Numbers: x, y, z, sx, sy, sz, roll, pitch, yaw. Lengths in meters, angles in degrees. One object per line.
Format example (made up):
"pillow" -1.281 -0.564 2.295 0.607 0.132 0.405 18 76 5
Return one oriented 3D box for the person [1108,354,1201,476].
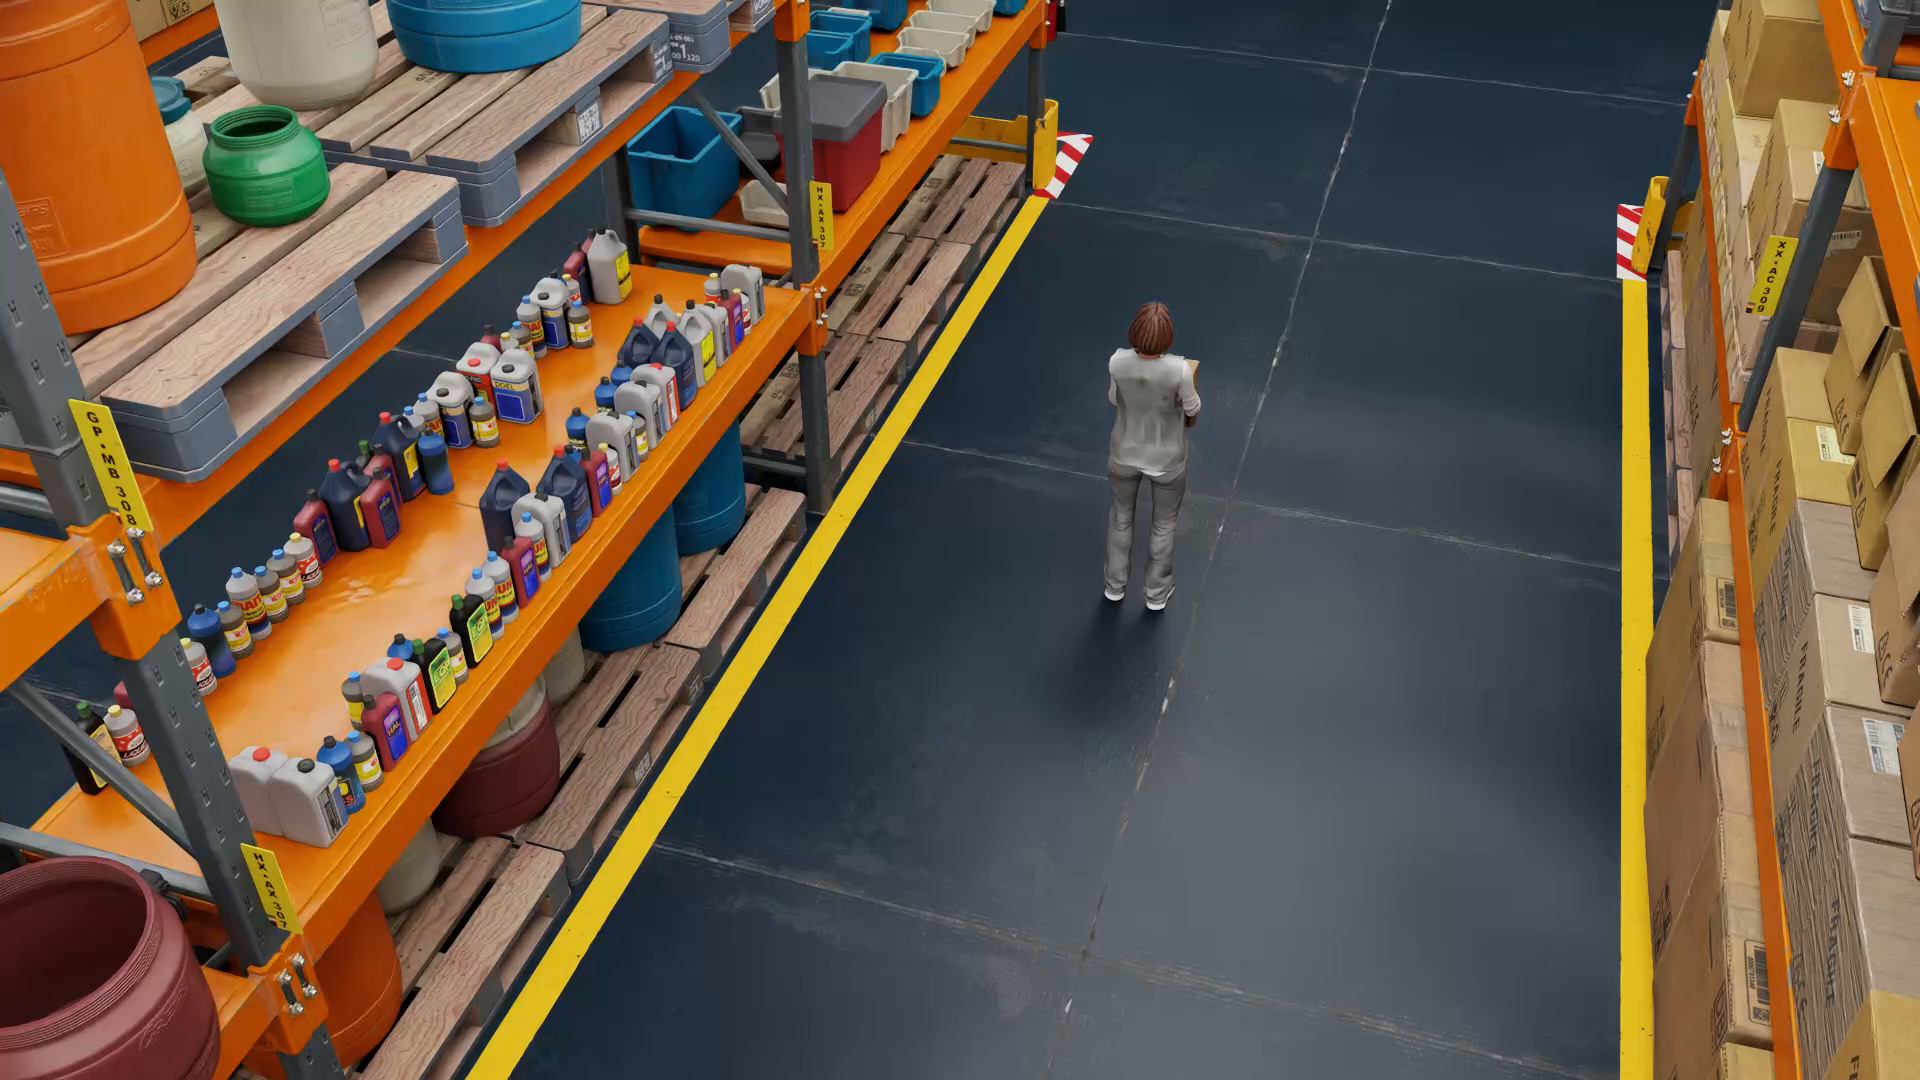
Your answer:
"person" 0.832 -0.597 7.220 0.408 0.542 0.317 11 39 14
